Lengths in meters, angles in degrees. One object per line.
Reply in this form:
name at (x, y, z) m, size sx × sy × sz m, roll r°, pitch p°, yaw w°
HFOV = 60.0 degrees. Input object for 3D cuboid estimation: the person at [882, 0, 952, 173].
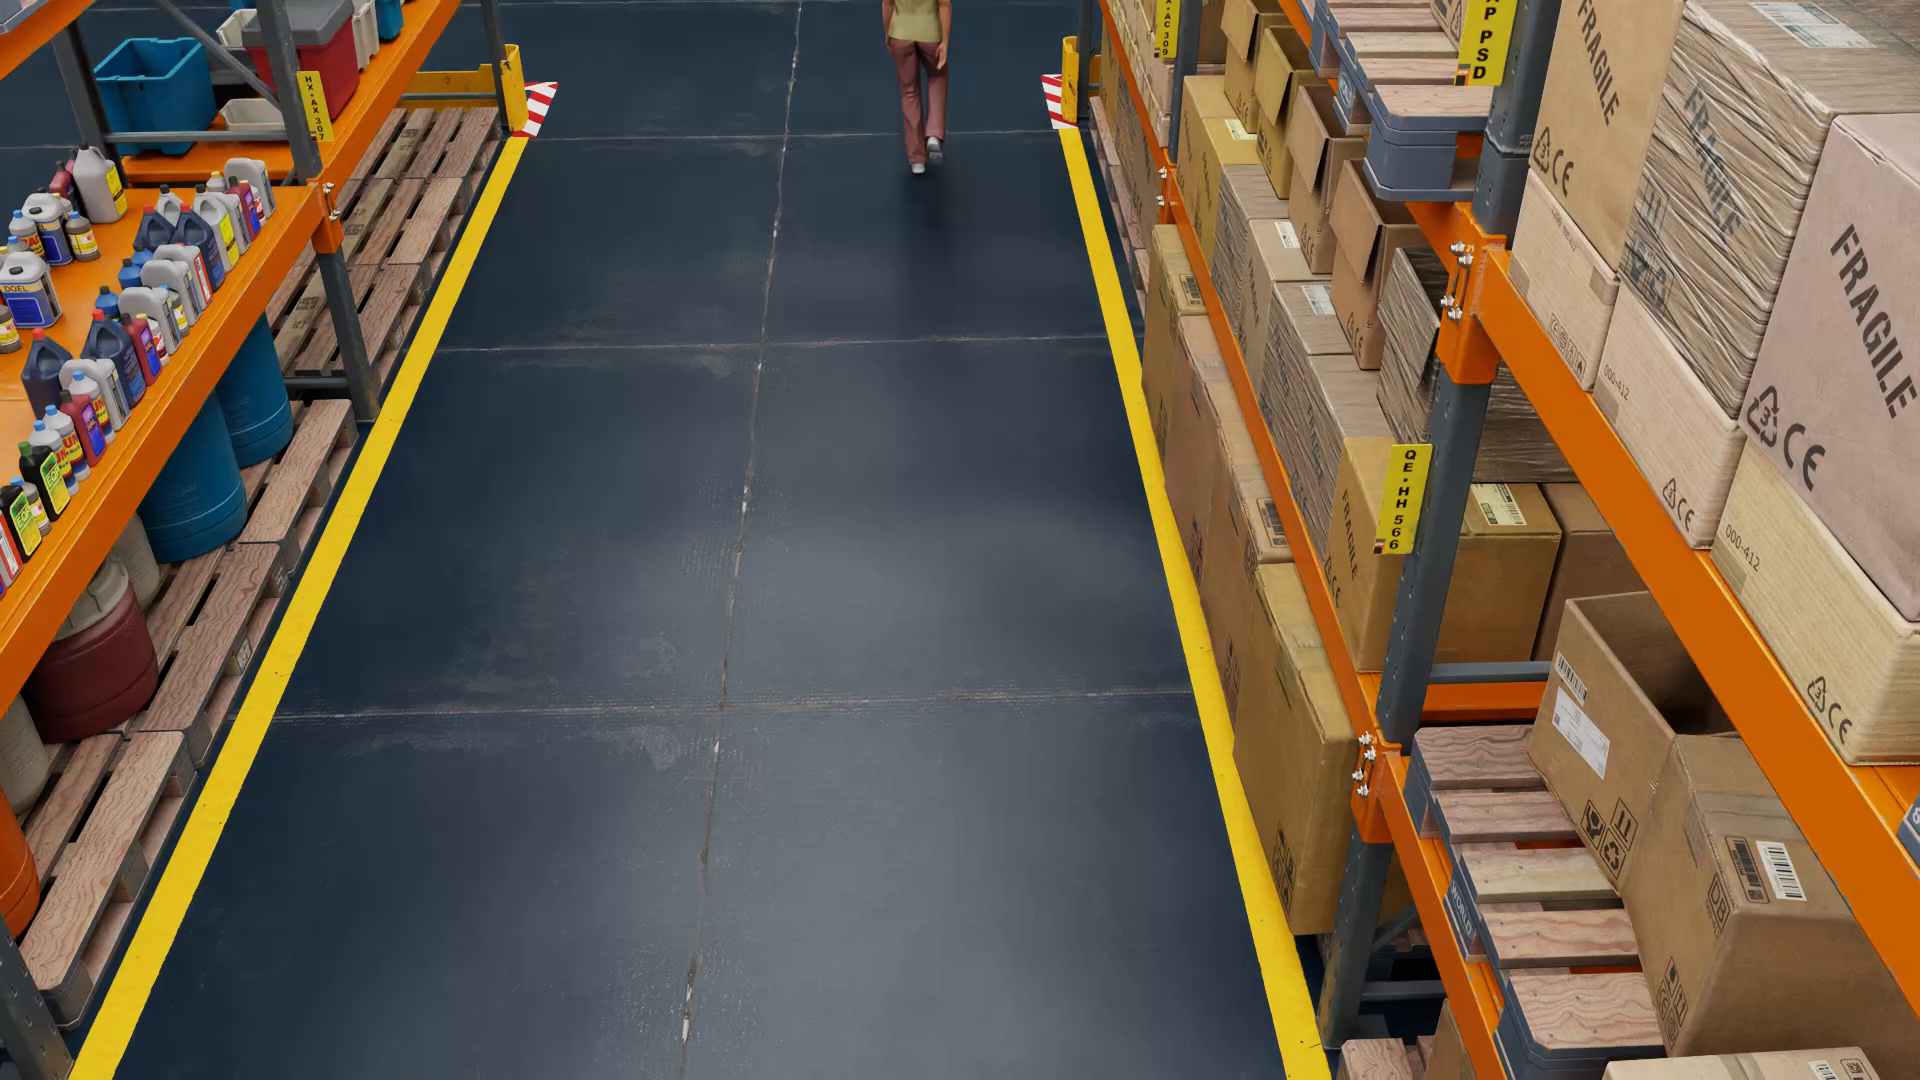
person at (-0.275, -3.196, 10.636) m, size 0.442 × 1.685 × 0.470 m, roll -1°, pitch 35°, yaw -2°
